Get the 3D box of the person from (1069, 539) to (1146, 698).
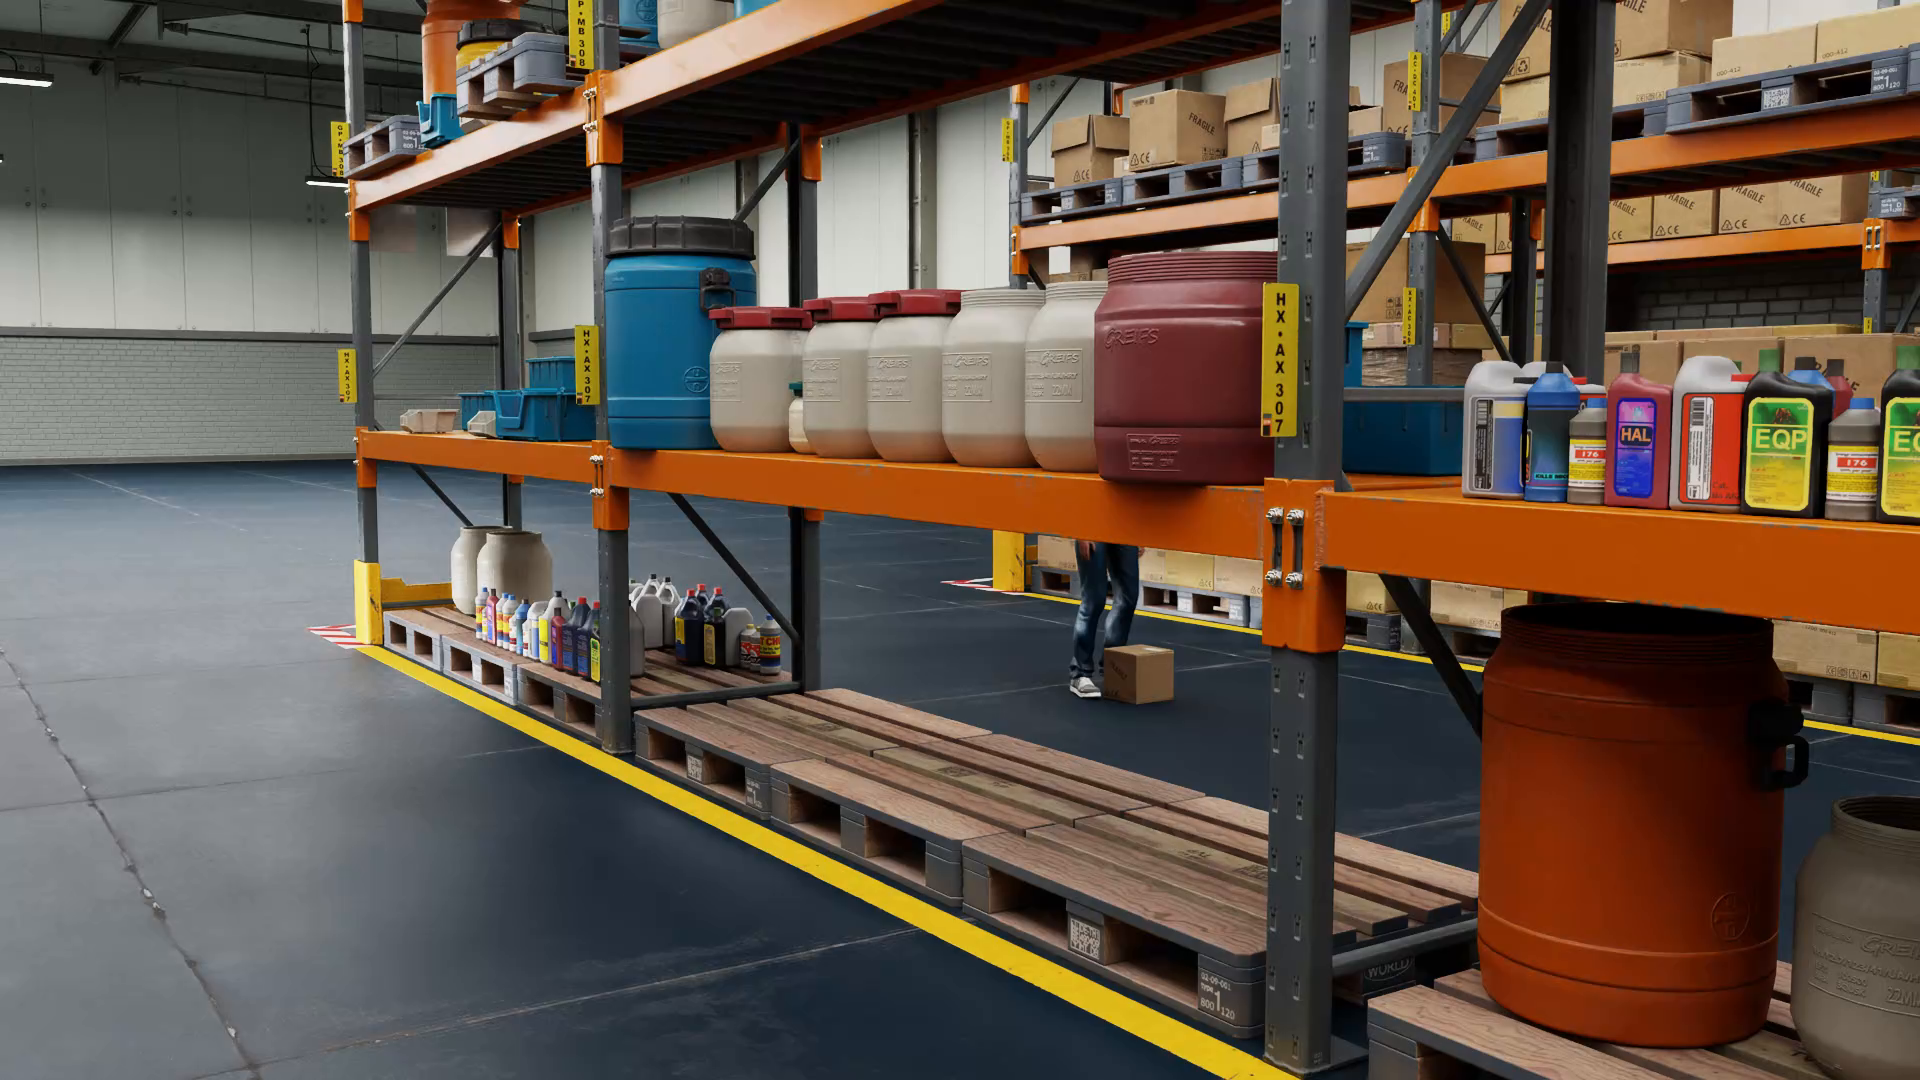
[{"bbox_3d":[0.757,-0.013,8.464,0.482,1.592,0.347,-4,6,-37],"label":"person"}]
